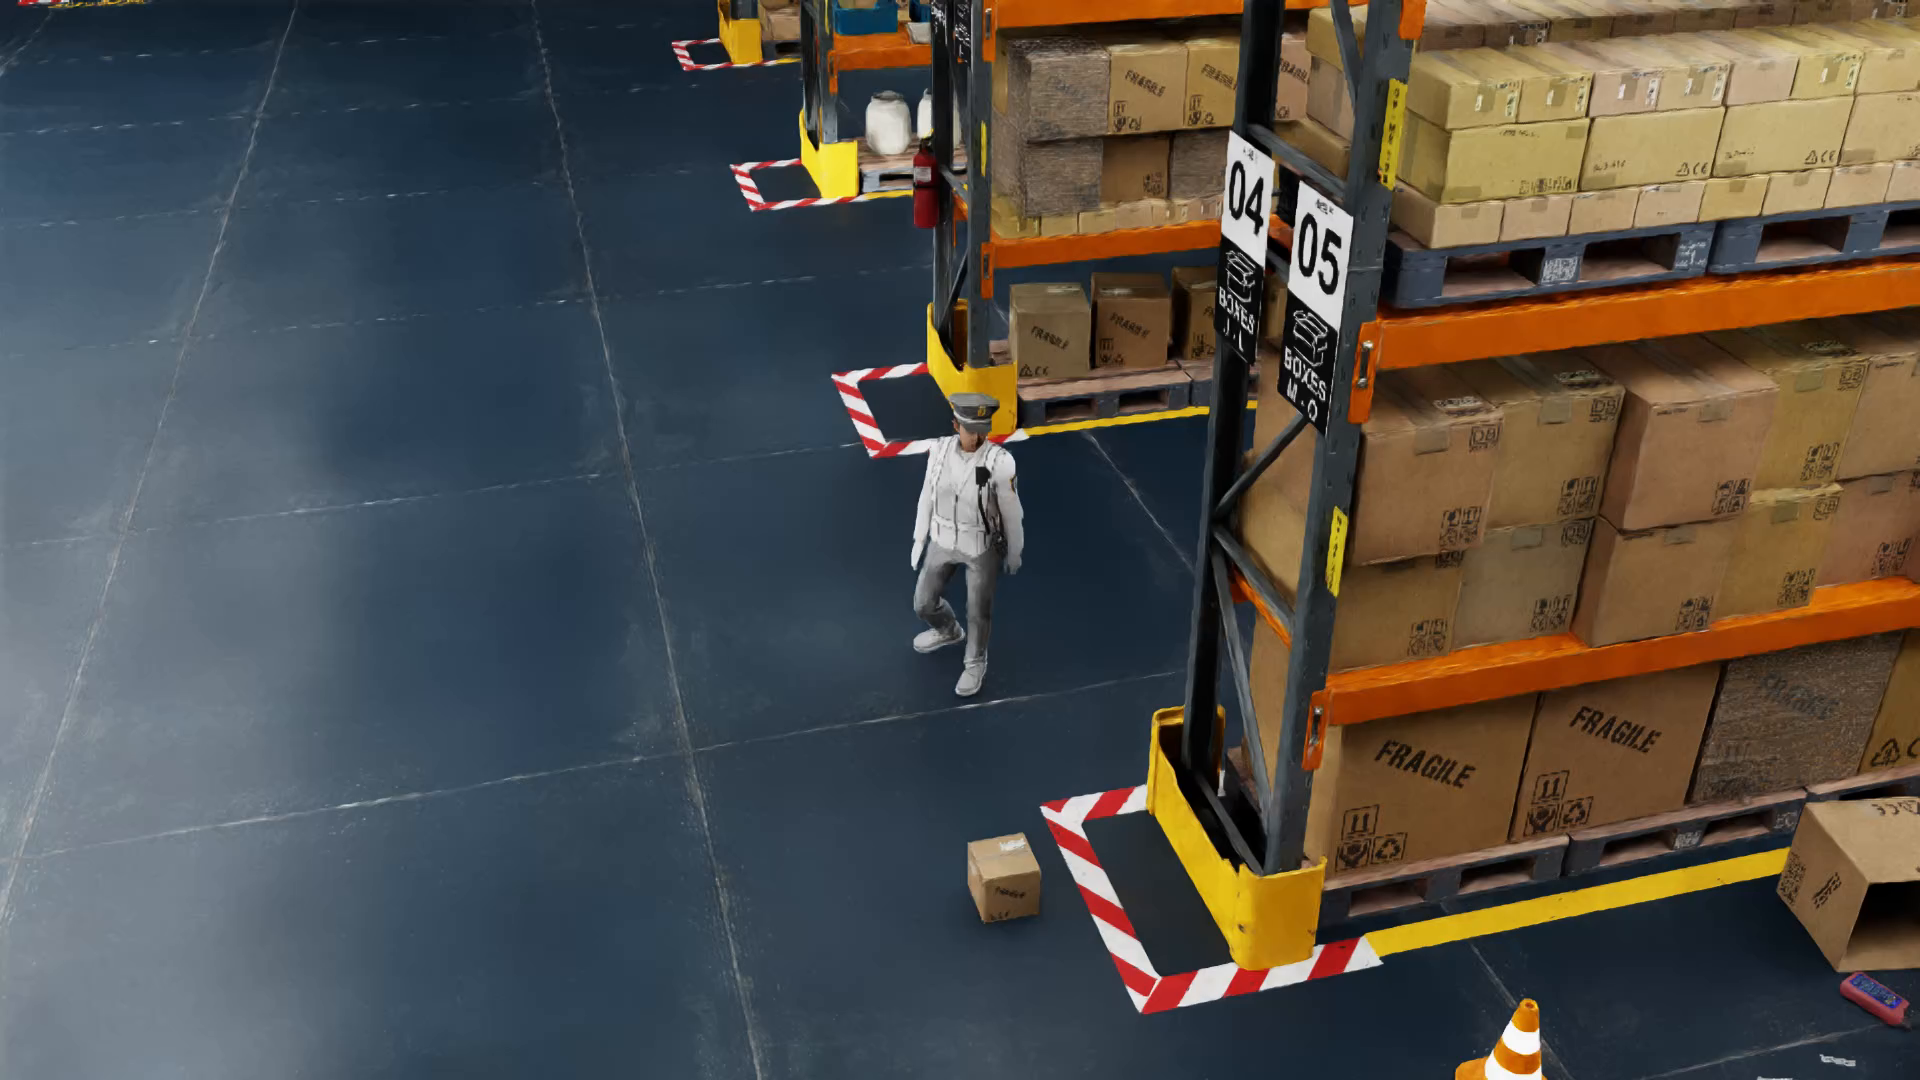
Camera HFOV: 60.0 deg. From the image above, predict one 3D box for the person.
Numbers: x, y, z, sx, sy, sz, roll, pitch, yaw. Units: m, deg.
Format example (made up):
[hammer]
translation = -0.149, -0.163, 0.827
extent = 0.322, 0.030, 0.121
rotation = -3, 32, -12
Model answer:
[person]
translation = 0.006, -0.002, 8.199
extent = 0.650, 1.659, 0.442
rotation = 13, 33, 21
